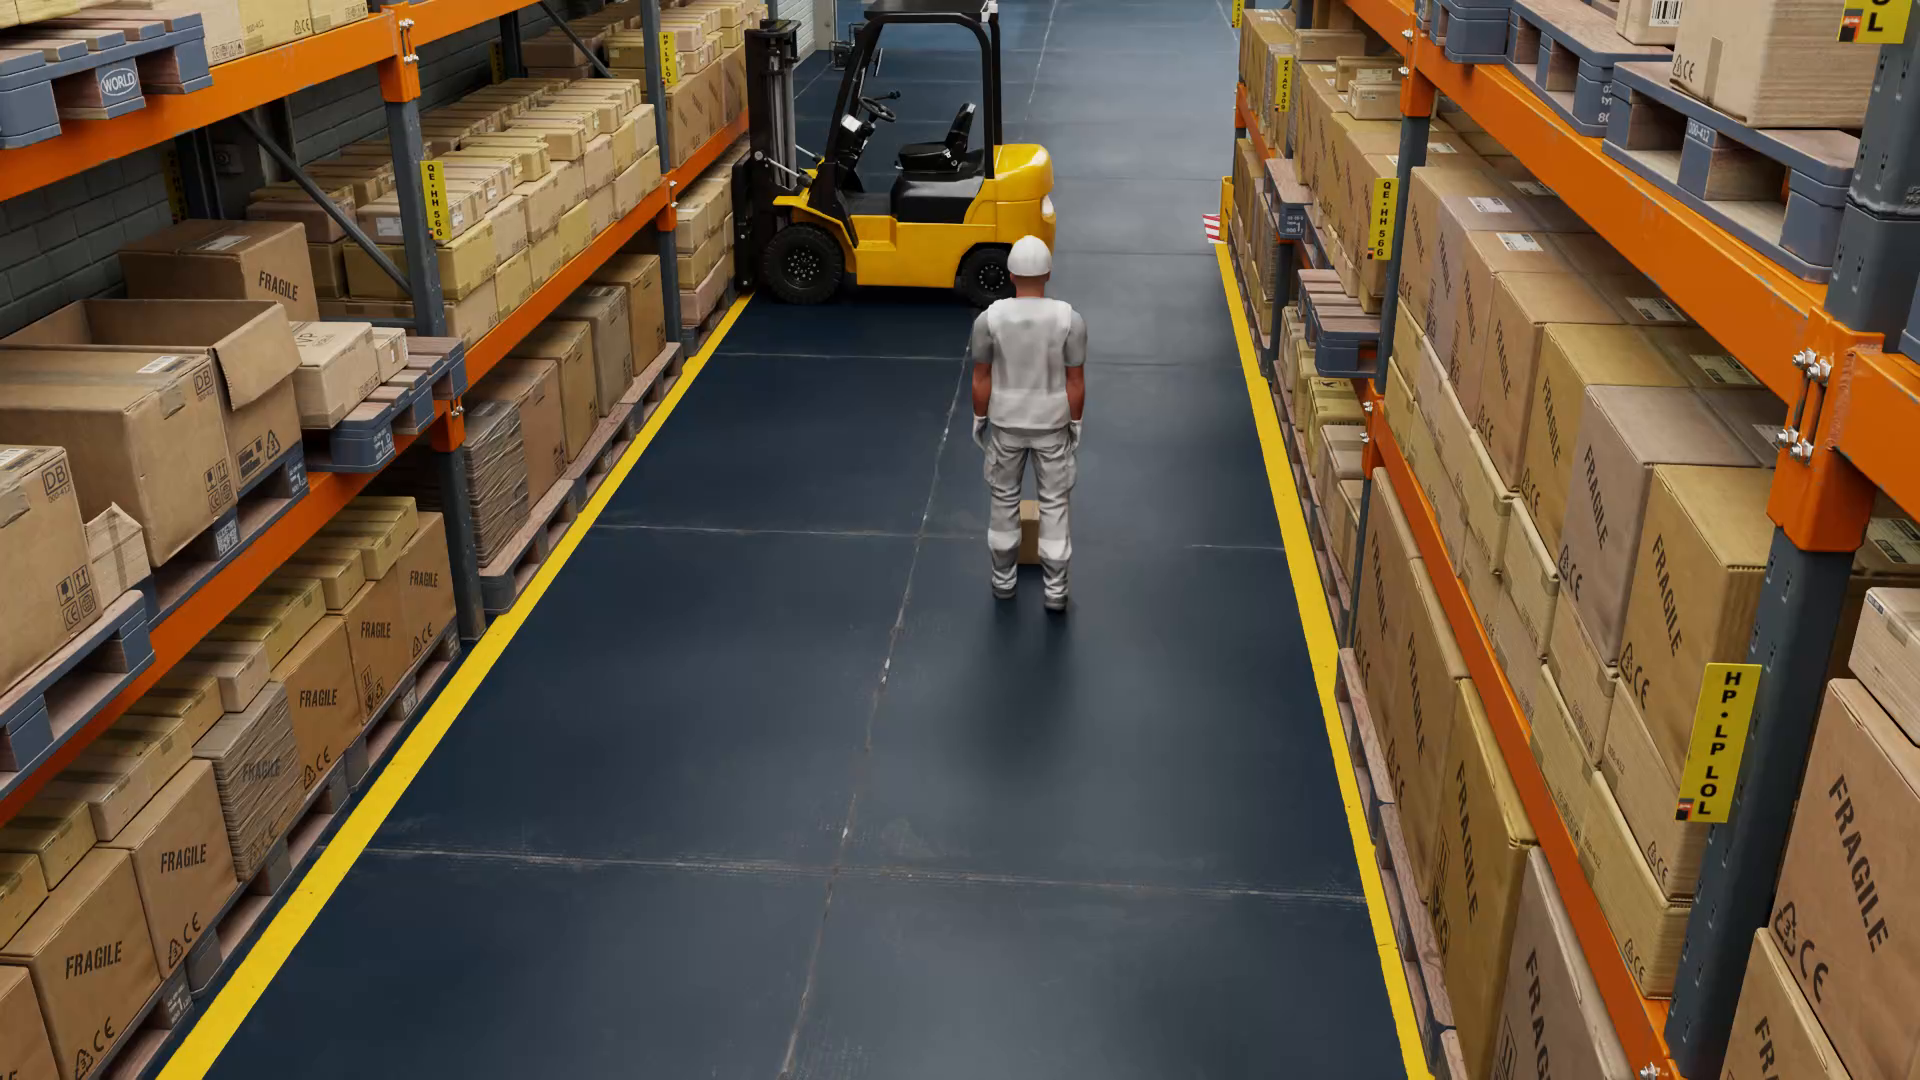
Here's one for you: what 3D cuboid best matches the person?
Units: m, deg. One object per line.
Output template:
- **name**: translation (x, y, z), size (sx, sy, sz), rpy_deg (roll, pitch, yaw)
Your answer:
- **person**: translation (0.320, -0.538, 7.803), size (0.525, 1.819, 0.416), rpy_deg (2, 24, 5)
